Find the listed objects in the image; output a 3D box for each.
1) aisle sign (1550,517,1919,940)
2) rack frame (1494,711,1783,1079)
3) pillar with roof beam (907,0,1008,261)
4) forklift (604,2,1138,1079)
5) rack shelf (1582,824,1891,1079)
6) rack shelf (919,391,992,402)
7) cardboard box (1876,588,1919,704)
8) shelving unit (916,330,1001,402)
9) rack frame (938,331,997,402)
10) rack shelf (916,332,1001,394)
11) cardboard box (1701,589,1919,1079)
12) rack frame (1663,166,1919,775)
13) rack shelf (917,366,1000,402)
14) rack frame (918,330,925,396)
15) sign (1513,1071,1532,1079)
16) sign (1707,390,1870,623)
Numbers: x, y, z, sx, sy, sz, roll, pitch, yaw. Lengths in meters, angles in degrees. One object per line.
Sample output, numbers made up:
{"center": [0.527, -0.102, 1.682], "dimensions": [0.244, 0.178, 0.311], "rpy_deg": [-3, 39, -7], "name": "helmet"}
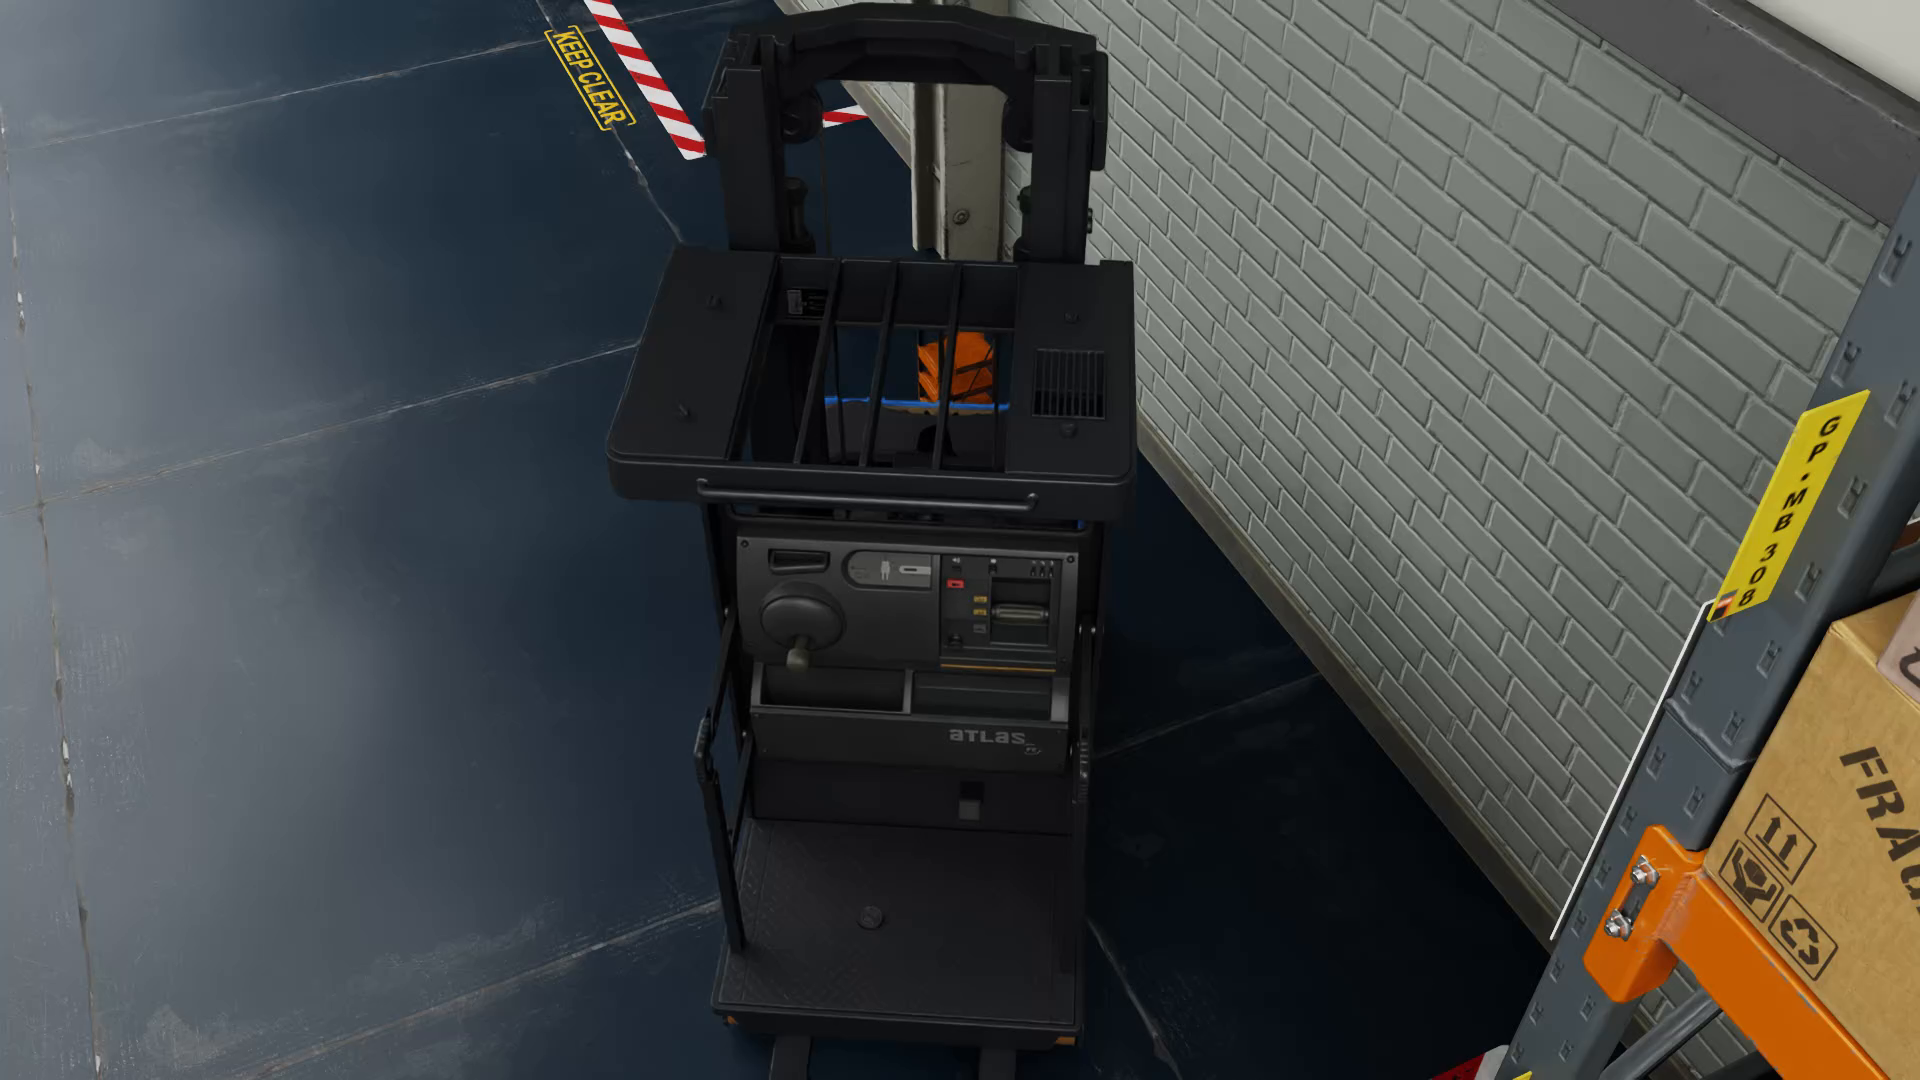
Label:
{"center": [1.128, 0.304, 2.456], "dimensions": [0.394, 0.787, 0.004], "rpy_deg": [-18, 47, -17], "name": "aisle sign"}
{"center": [1.431, 1.186, 3.412], "dimensions": [1.000, 3.000, 0.127], "rpy_deg": [-18, 47, -17], "name": "rack frame"}
{"center": [-3.919, -3.311, 3.698], "dimensions": [9.100, 9.000, 0.400], "rpy_deg": [-18, 47, -17], "name": "pillar with roof beam"}
{"center": [-0.157, 0.271, 4.388], "dimensions": [1.130, 2.935, 3.031], "rpy_deg": [3, 45, 3], "name": "forklift"}
{"center": [2.272, 1.649, 1.319], "dimensions": [1.077, 0.370, 4.000], "rpy_deg": [-18, 47, -17], "name": "rack shelf"}
{"center": [-0.006, -0.490, 6.285], "dimensions": [0.258, 0.103, 0.180], "rpy_deg": [-18, 47, -17], "name": "rack shelf"}
{"center": [1.372, 0.037, 1.644], "dimensions": [0.500, 0.500, 0.500], "rpy_deg": [-21, 48, -20], "name": "cardboard box"}
{"center": [-0.006, -0.436, 6.338], "dimensions": [0.258, 1.200, 0.189], "rpy_deg": [-18, 47, -17], "name": "shelving unit"}
{"center": [0.032, -0.378, 6.279], "dimensions": [0.240, 1.200, 0.006], "rpy_deg": [-18, 47, -17], "name": "rack frame"}
{"center": [-0.006, -0.661, 6.116], "dimensions": [0.258, 0.103, 0.180], "rpy_deg": [-18, 47, -17], "name": "rack shelf"}
{"center": [1.344, 0.363, 2.025], "dimensions": [0.500, 0.500, 0.500], "rpy_deg": [-17, 47, -16], "name": "cardboard box"}
{"center": [1.431, -0.949, 1.305], "dimensions": [1.000, 3.000, 0.127], "rpy_deg": [-18, 47, -17], "name": "rack frame"}
{"center": [-0.006, -0.576, 6.201], "dimensions": [0.258, 0.103, 0.180], "rpy_deg": [-18, 47, -17], "name": "rack shelf"}
{"center": [-0.045, -0.495, 6.397], "dimensions": [0.240, 1.200, 0.006], "rpy_deg": [-18, 47, -17], "name": "rack frame"}
{"center": [0.938, 1.039, 2.945], "dimensions": [0.100, 0.325, 0.005], "rpy_deg": [-18, 47, -17], "name": "sign"}
{"center": [0.938, -0.032, 1.889], "dimensions": [0.100, 0.325, 0.005], "rpy_deg": [-18, 47, -17], "name": "sign"}
